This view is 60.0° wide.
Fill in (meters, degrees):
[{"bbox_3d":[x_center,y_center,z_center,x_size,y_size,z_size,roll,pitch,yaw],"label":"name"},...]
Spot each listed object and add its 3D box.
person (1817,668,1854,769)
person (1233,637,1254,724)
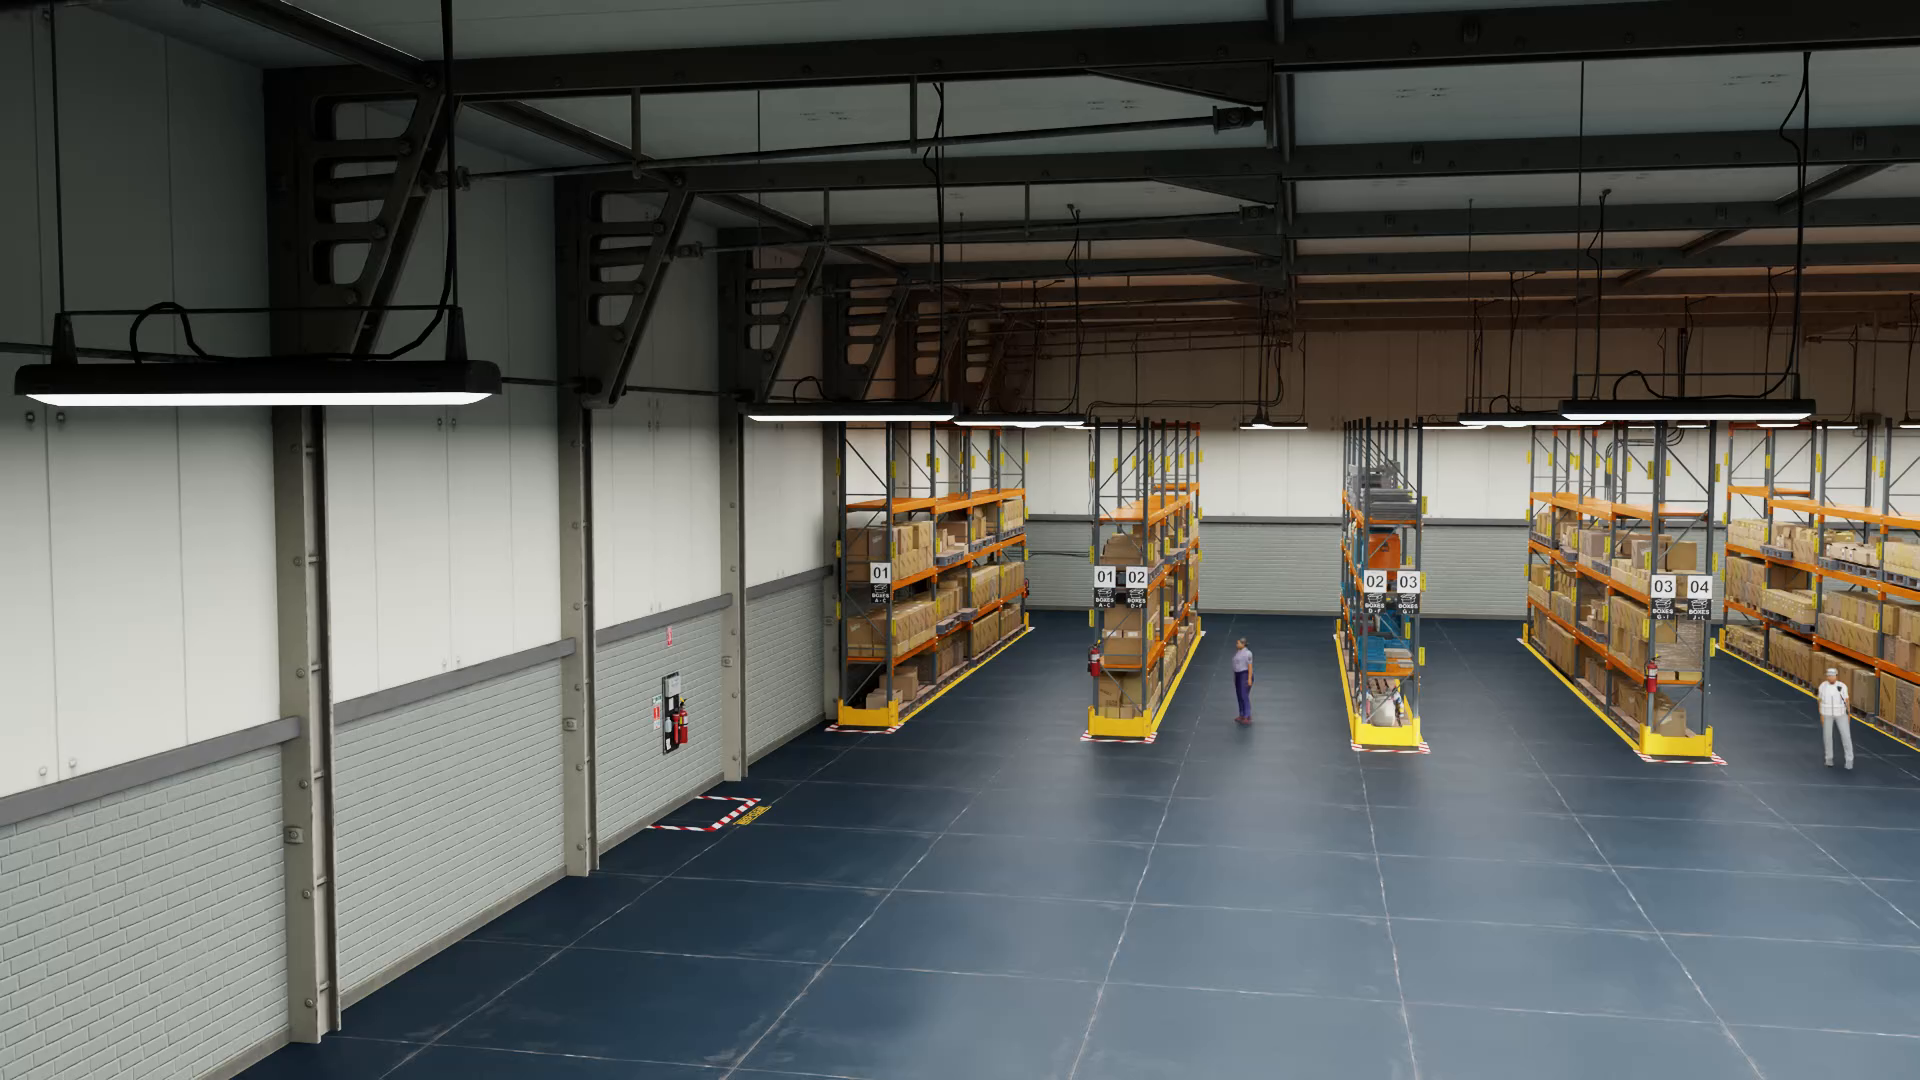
[{"bbox_3d":[15.045,3.041,28.569,0.594,1.682,0.452,2,4,31],"label":"person"},{"bbox_3d":[5.608,2.779,32.898,0.367,1.690,0.611,-1,4,-14],"label":"person"}]
